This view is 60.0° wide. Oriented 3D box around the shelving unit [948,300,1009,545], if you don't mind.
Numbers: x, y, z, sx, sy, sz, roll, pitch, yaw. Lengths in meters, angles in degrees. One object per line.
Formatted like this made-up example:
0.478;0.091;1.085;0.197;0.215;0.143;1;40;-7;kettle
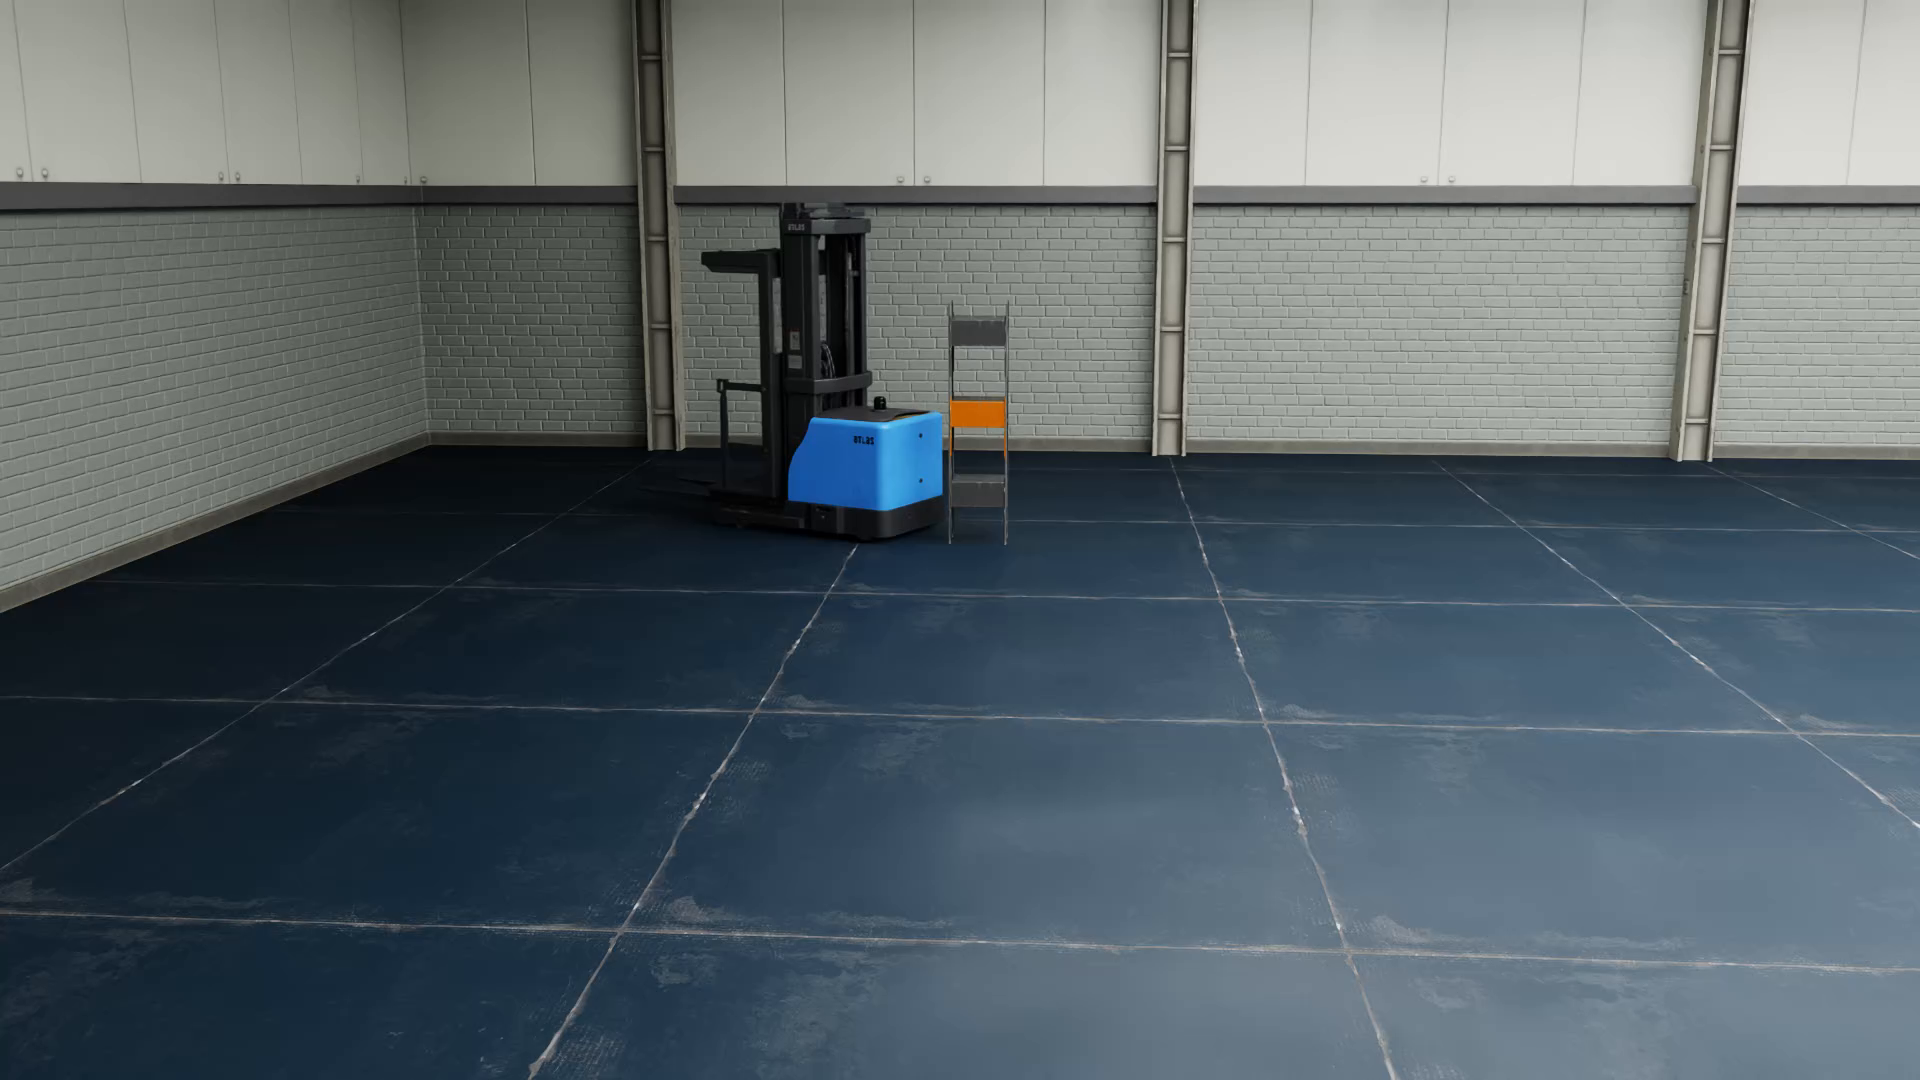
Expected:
0.165;-1.025;14.542;0.503;2.100;0.431;1;12;4;shelving unit

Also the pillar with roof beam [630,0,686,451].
-3.816;-4.624;14.896;0.400;9.000;9.100;1;12;4;pillar with roof beam

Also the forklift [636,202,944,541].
-1.675;-1.624;15.375;3.031;2.935;1.130;7;14;30;forklift

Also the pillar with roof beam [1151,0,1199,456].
2.170;-4.542;14.504;0.400;9.000;9.100;1;12;4;pillar with roof beam

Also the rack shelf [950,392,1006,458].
0.165;-1.012;14.545;0.480;0.518;0.431;1;12;4;rack shelf

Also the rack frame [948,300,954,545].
-0.078;-1.029;14.558;0.015;2.100;0.400;1;12;4;rack frame

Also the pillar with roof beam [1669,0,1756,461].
8.157;-4.460;14.111;0.400;9.000;9.100;1;12;4;pillar with roof beam

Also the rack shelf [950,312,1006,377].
0.165;-1.697;14.402;0.480;0.518;0.431;1;12;4;rack shelf

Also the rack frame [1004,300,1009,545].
0.409;-1.022;14.526;0.015;2.100;0.400;1;12;4;rack frame

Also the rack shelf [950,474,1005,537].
0.165;-0.327;14.688;0.480;0.518;0.431;1;12;4;rack shelf
